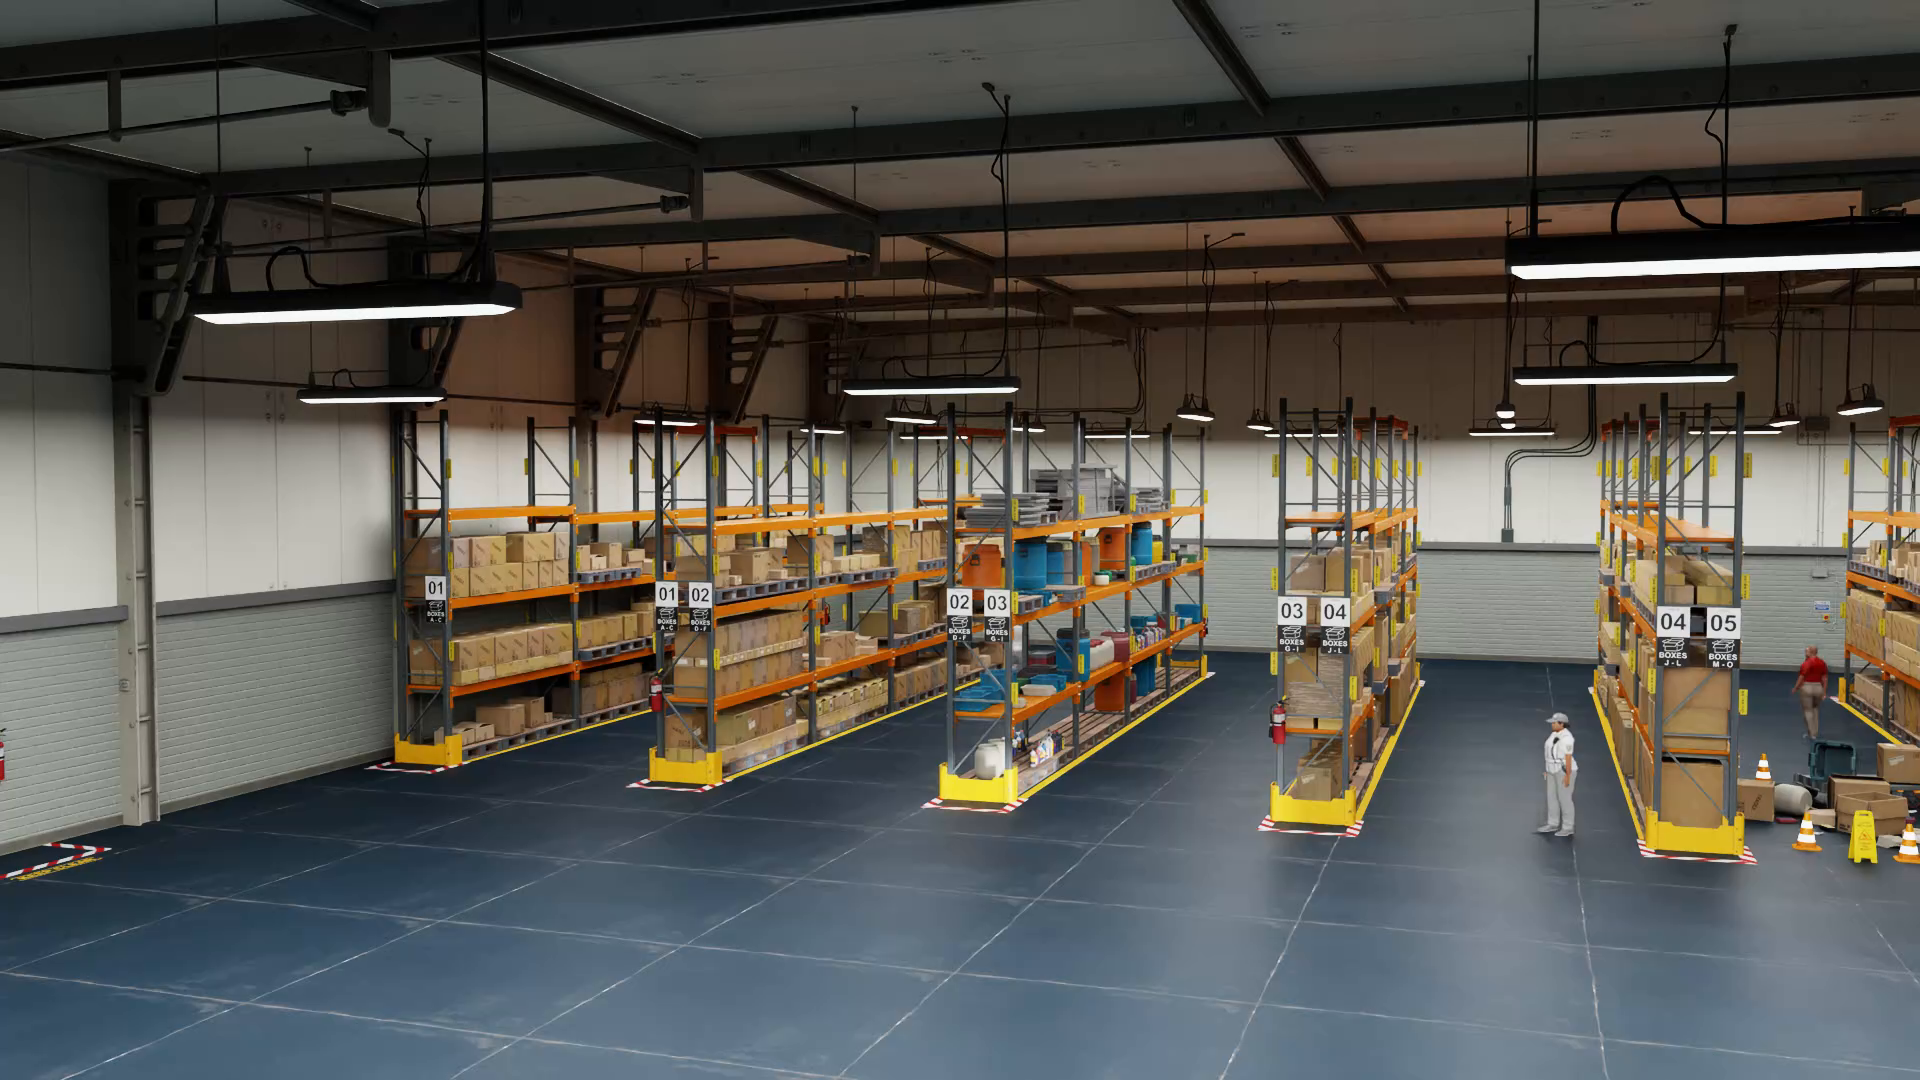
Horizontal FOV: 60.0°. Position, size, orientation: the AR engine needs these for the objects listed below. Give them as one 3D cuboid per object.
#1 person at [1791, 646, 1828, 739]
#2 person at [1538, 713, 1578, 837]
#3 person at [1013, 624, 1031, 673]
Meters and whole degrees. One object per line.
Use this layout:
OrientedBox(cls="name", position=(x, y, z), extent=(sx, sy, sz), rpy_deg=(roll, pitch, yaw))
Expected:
OrientedBox(cls="person", position=(15.697, 2.873, 30.670), extent=(0.603, 1.689, 0.603), rpy_deg=(0, 2, 2))
OrientedBox(cls="person", position=(8.184, 3.193, 22.724), extent=(0.451, 1.680, 0.508), rpy_deg=(0, 2, -5))
OrientedBox(cls="person", position=(1.314, 2.504, 37.421), extent=(0.571, 1.755, 0.563), rpy_deg=(-1, 3, -23))
